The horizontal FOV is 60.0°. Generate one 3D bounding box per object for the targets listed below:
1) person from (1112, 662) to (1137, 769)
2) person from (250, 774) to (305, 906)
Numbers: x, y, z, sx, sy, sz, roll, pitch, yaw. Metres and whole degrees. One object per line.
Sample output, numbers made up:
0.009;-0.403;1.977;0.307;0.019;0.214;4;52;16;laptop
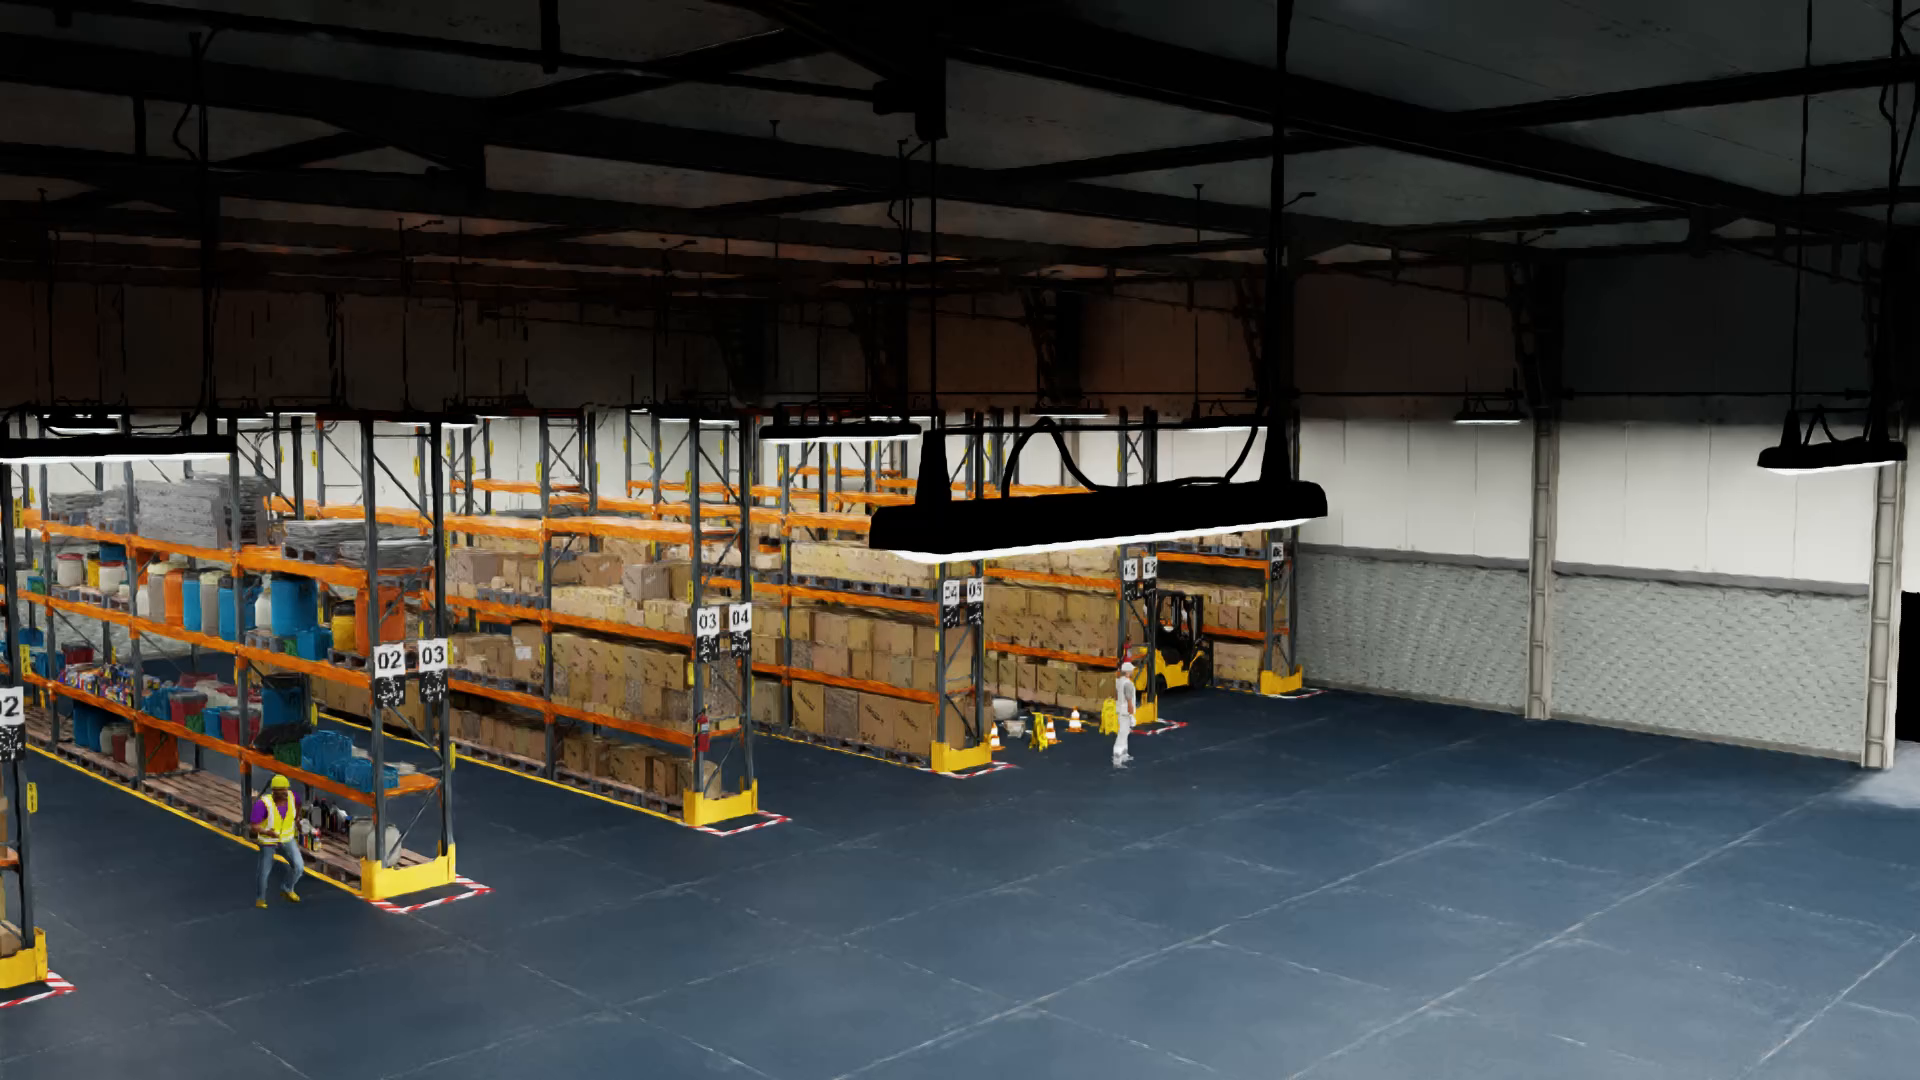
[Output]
2.797;2.934;28.156;0.530;1.784;0.702;-1;5;-12;person
-8.358;3.688;20.413;0.710;1.690;0.839;-4;7;-40;person
